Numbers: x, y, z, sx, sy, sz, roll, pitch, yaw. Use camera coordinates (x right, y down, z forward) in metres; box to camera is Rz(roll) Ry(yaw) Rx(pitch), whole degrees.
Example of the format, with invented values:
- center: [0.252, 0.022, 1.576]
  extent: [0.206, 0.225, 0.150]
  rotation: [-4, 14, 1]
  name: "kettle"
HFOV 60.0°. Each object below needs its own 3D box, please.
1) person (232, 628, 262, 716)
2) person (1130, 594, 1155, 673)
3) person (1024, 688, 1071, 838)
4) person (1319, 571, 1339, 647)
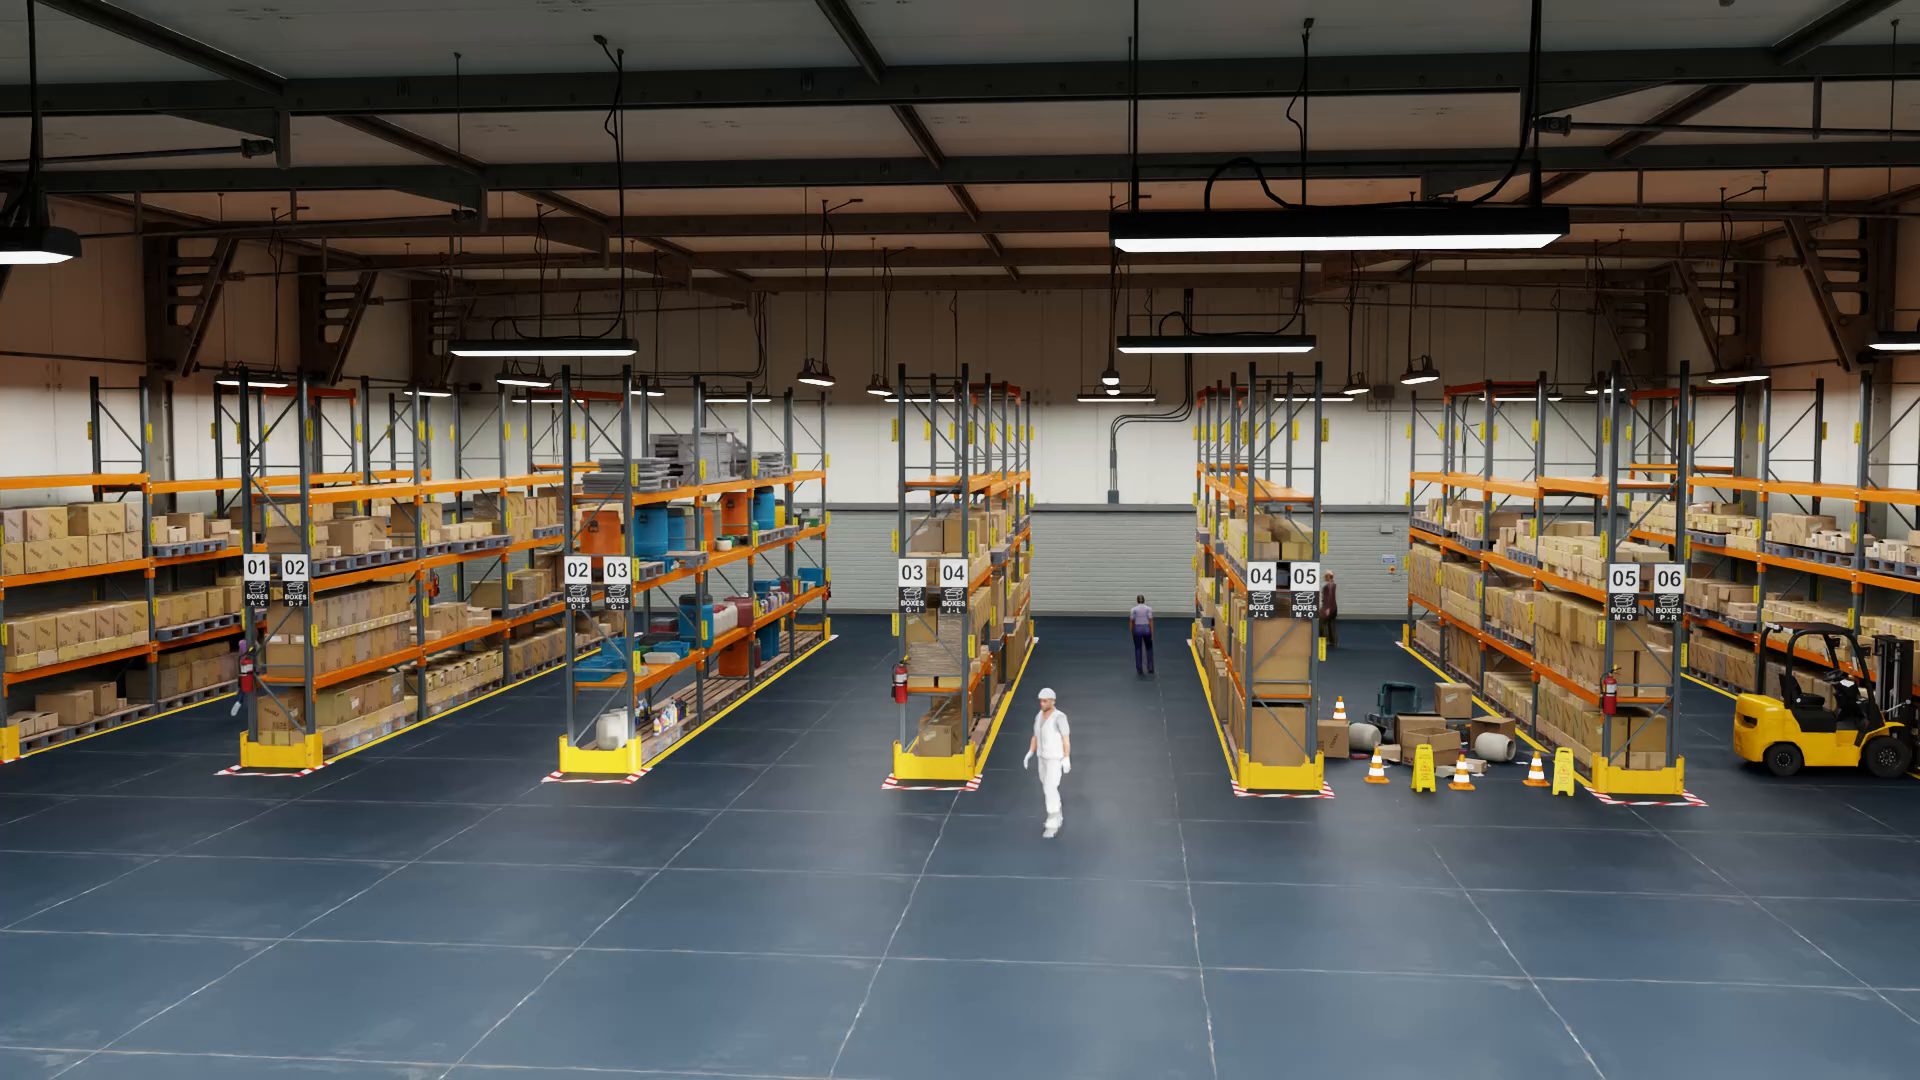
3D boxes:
- center: [-12.501, 2.380, 29.223]
  extent: [0.461, 1.483, 0.587]
  rotation: [0, 4, 7]
  name: "person"
- center: [3.809, 1.992, 34.676]
  extent: [0.547, 1.709, 0.447]
  rotation: [0, 4, 2]
  name: "person"
- center: [1.110, 2.790, 20.874]
  extent: [0.532, 1.859, 0.552]
  rotation: [-2, 4, -33]
  name: "person"
- center: [8.597, 1.690, 38.802]
  extent: [0.503, 1.731, 0.636]
  rotation: [2, 4, 29]
  name: "person"
